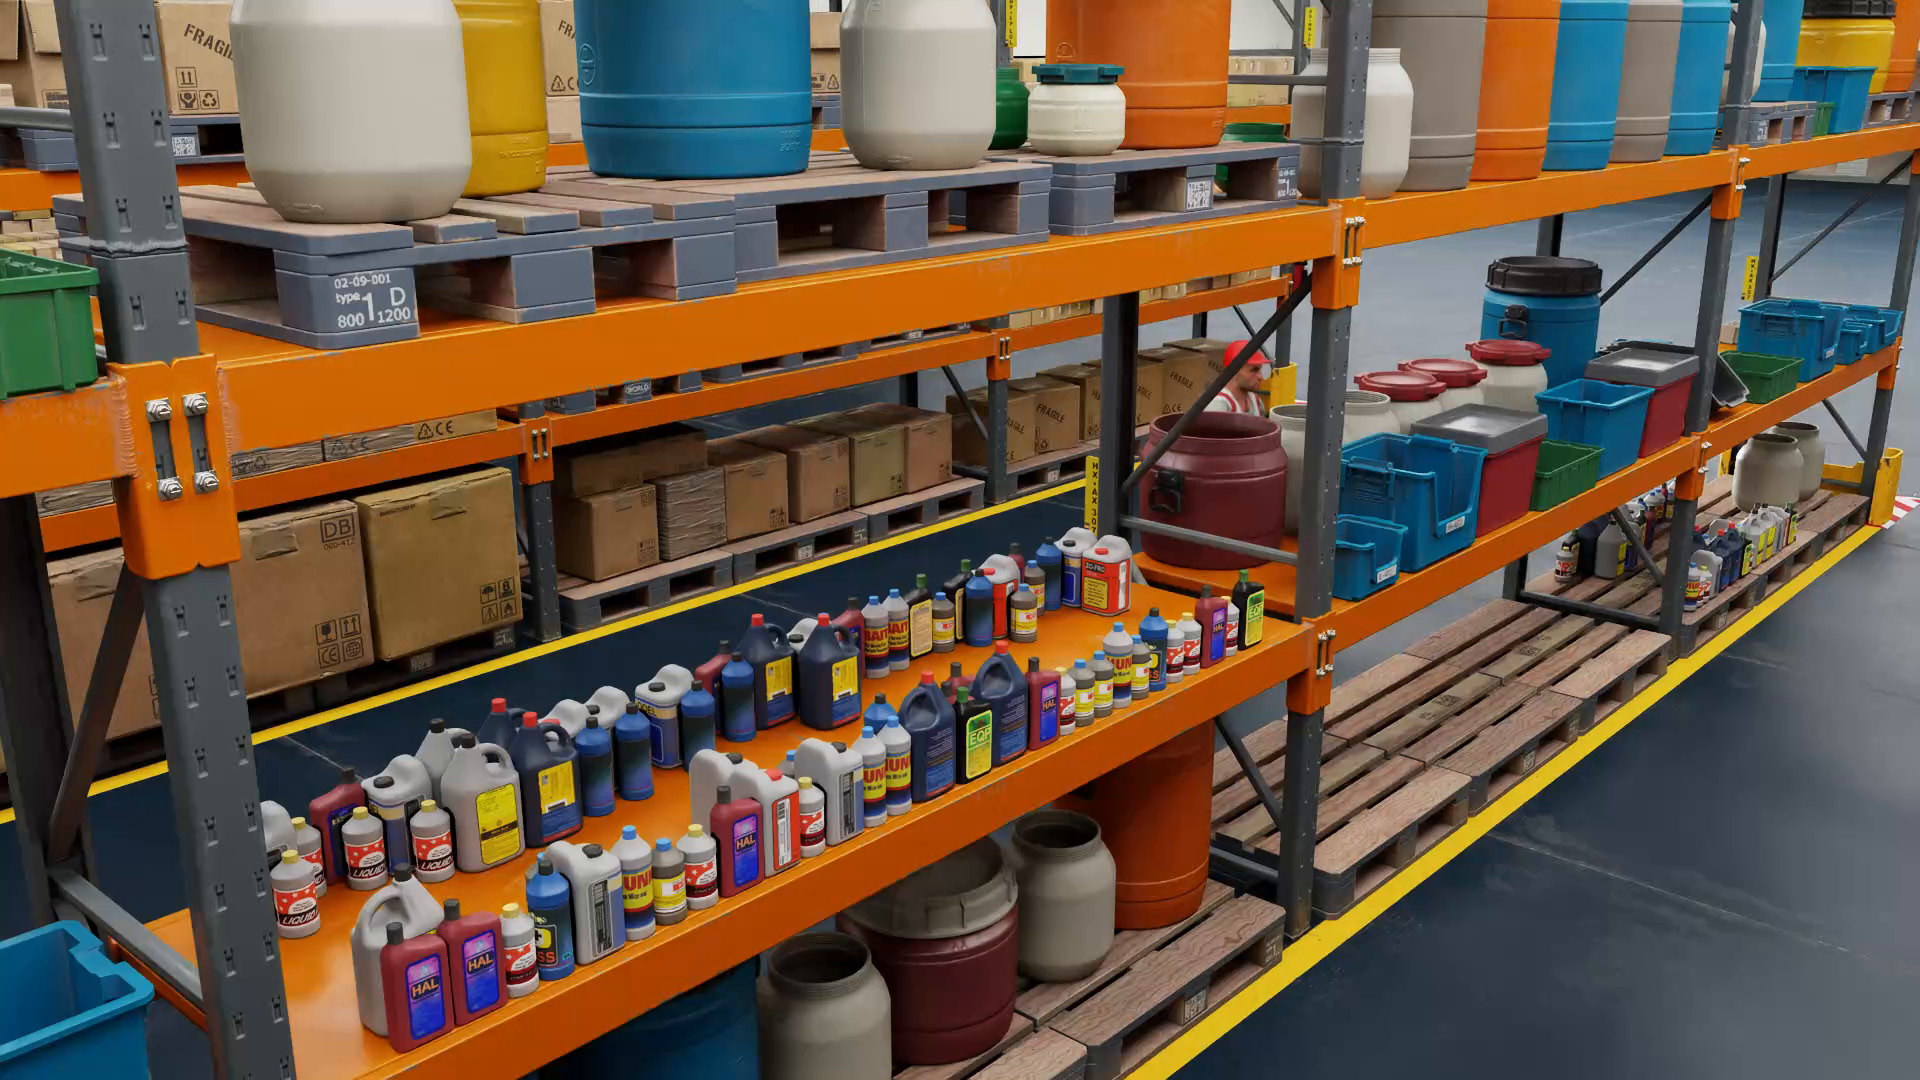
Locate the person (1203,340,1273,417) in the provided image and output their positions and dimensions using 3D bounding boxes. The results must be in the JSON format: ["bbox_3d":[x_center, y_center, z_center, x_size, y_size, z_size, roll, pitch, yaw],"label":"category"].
[{"bbox_3d":[1.535,-0.224,9.242,0.437,1.789,0.539,14,22,38],"label":"person"}]
